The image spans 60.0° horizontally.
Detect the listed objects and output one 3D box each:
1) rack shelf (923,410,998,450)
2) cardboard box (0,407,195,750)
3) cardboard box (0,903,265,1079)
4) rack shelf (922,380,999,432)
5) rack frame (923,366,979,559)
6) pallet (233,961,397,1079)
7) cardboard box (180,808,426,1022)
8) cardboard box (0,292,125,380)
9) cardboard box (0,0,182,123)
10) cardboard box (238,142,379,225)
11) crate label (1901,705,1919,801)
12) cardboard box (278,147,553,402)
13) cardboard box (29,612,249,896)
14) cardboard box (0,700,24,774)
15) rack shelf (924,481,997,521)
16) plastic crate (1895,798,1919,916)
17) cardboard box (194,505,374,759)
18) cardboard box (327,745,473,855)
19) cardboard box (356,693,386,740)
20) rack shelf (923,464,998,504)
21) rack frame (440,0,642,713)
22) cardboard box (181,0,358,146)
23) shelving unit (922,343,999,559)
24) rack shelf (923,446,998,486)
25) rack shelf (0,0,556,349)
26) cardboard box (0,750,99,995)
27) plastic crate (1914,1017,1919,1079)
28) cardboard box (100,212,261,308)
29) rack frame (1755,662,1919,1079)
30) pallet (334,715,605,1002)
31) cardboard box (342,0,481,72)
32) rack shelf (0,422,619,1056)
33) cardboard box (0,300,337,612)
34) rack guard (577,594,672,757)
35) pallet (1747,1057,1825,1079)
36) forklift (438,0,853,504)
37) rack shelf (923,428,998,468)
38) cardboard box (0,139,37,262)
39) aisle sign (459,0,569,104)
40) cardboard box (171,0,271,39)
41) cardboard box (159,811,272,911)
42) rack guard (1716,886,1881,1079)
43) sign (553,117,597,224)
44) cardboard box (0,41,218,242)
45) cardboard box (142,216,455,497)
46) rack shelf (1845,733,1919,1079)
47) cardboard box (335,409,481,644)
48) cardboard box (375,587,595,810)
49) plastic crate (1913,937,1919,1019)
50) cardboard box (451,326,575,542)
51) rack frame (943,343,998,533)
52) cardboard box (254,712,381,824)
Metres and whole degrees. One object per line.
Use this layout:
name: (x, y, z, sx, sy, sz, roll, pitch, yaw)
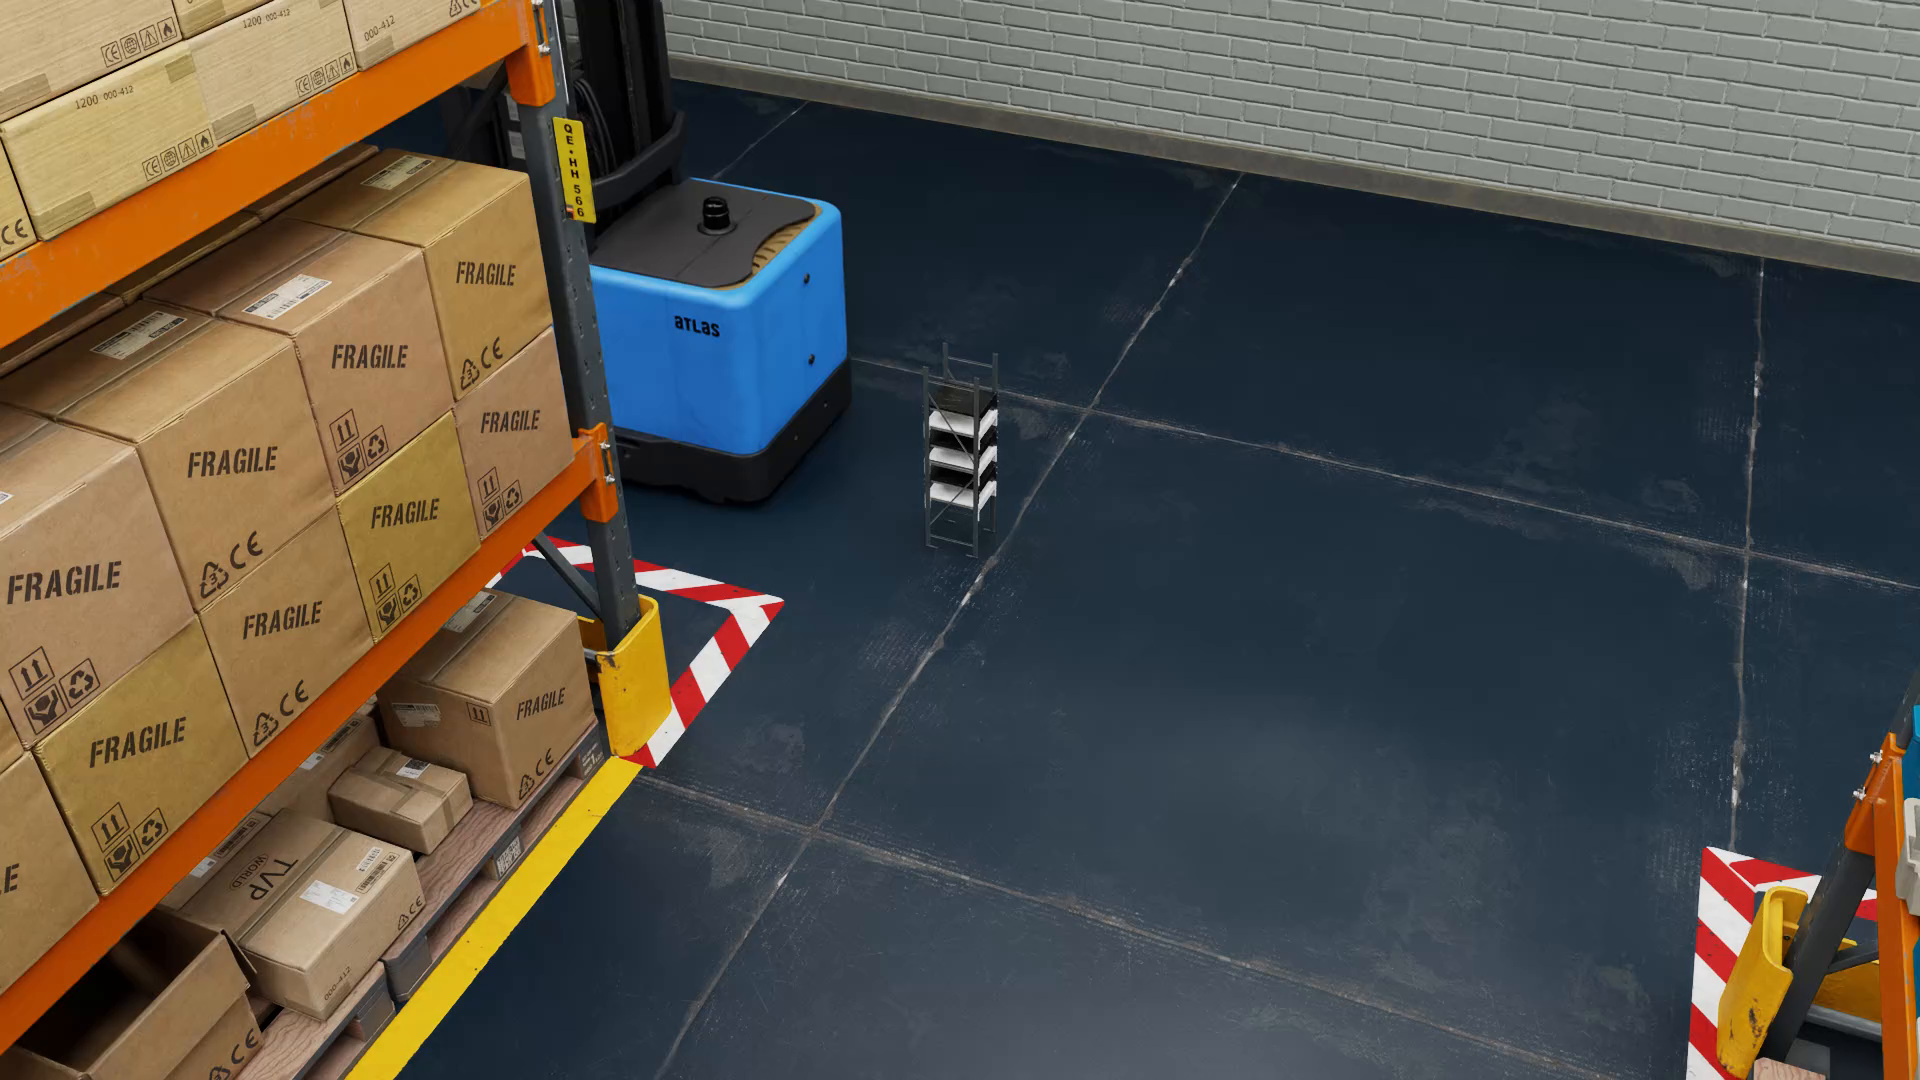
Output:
rack shelf: (0.003, -0.482, 6.899, 0.258, 0.077, 0.200, 14, 39, 18)
cardboard box: (-2.157, 0.066, 3.738, 0.500, 0.500, 0.500, 15, 39, 19)
cardboard box: (-2.474, 1.342, 4.667, 0.797, 0.503, 0.637, 14, 39, 18)
rack shelf: (0.003, -0.555, 6.845, 0.258, 0.077, 0.200, 14, 39, 18)
rack frame: (-0.036, -0.309, 6.911, 0.240, 0.900, 0.006, 14, 39, 18)
pallet: (-2.459, 1.619, 4.908, 1.003, 0.211, 1.213, 14, 39, 18)
cardboard box: (-2.030, 1.146, 5.140, 0.500, 0.250, 0.500, 14, 39, 18)
cardboard box: (-2.462, -0.343, 4.285, 0.500, 0.500, 0.500, 14, 39, 18)
cardboard box: (-2.006, -1.101, 3.420, 0.500, 0.250, 0.500, 14, 39, 18)
cardboard box: (-2.075, -0.910, 5.043, 0.500, 0.500, 0.500, 15, 39, 19)
crate label: (2.519, 0.580, 4.058, 0.416, 0.233, 0.303, 14, 39, 18)
cardboard box: (-1.577, -0.787, 4.878, 0.500, 0.500, 0.500, 14, 39, 17)
cardboard box: (-2.162, 0.457, 4.050, 0.500, 0.500, 0.500, 13, 39, 17)
cardboard box: (-2.353, 0.352, 3.355, 0.500, 0.500, 0.500, 13, 39, 16)
rack shelf: (0.003, -0.194, 7.114, 0.258, 0.077, 0.200, 14, 39, 18)
plastic crate: (2.320, 0.777, 3.875, 0.250, 0.136, 0.298, 14, 39, 18)
cardboard box: (-1.970, 0.178, 4.423, 0.500, 0.500, 0.500, 14, 39, 18)
cardboard box: (-1.879, 0.864, 5.587, 0.380, 0.166, 0.250, 14, 39, 18)
cardboard box: (-2.234, 0.596, 5.947, 0.380, 0.166, 0.250, 14, 39, 18)
rack shelf: (0.003, -0.266, 7.060, 0.258, 0.077, 0.200, 14, 39, 18)
rack frame: (-1.662, -0.655, 5.621, 1.000, 3.000, 0.127, 14, 39, 18)
cardboard box: (-1.814, -1.178, 3.940, 0.500, 0.250, 0.500, 14, 39, 18)
shelving unit: (0.003, -0.365, 6.987, 0.258, 0.900, 0.210, 14, 39, 18)
rack shelf: (0.003, -0.338, 7.007, 0.258, 0.077, 0.200, 14, 39, 18)
rack shelf: (-2.423, -0.461, 3.457, 1.077, 0.370, 4.000, 14, 39, 18)
cardboard box: (-2.354, 0.739, 3.673, 0.500, 0.500, 0.500, 14, 39, 18)
plastic crate: (2.062, 1.153, 3.372, 0.250, 0.136, 0.298, 14, 39, 18)
cardboard box: (-2.267, -0.619, 4.654, 0.500, 0.500, 0.500, 14, 39, 18)
rack frame: (2.917, 0.475, 4.109, 1.000, 3.000, 0.127, 14, 39, 18)
pallet: (-1.993, 0.946, 5.809, 1.003, 0.211, 1.213, 14, 39, 18)
cardboard box: (-1.614, -1.452, 4.307, 0.500, 0.250, 0.500, 14, 39, 18)
rack shelf: (-2.423, 0.740, 4.355, 1.077, 0.370, 4.000, 14, 39, 18)
cardboard box: (-1.962, -0.219, 4.118, 0.500, 0.500, 0.500, 15, 39, 19)
rack guard: (-1.691, 0.388, 6.313, 1.175, 0.500, 0.348, 14, 39, 18)
pallet: (2.568, 2.040, 4.344, 1.003, 0.211, 1.213, 14, 39, 18)
forklift: (-2.089, -1.896, 7.339, 3.031, 2.935, 1.130, 14, 39, 17)
rack shelf: (0.003, -0.410, 6.953, 0.258, 0.077, 0.200, 14, 39, 18)
cardboard box: (-2.198, -0.625, 3.200, 0.500, 0.250, 0.500, 14, 39, 18)
aisle sign: (-1.353, -1.664, 4.800, 0.394, 0.787, 0.004, 14, 39, 18)
cardboard box: (-1.812, -1.377, 3.789, 0.500, 0.250, 0.500, 14, 39, 18)
cardboard box: (-2.512, 1.060, 5.255, 0.500, 0.250, 0.500, 14, 39, 18)
rack guard: (2.914, 1.460, 4.879, 1.175, 0.500, 0.348, 14, 39, 18)
sign: (-1.156, -1.108, 4.996, 0.100, 0.325, 0.005, 14, 39, 18)
cardboard box: (-1.992, -0.898, 3.566, 0.500, 0.250, 0.500, 14, 39, 18)
cardboard box: (-1.769, -0.507, 4.504, 0.500, 0.500, 0.500, 15, 39, 19)
rack shelf: (2.156, 1.871, 2.842, 1.077, 0.370, 4.000, 14, 39, 18)
cardboard box: (-1.775, -0.097, 4.791, 0.500, 0.500, 0.500, 14, 39, 18)
cardboard box: (-1.641, 0.527, 5.760, 0.500, 0.500, 0.500, 14, 39, 18)
plastic crate: (2.268, 0.945, 3.571, 0.416, 0.233, 0.300, 14, 39, 18)
cardboard box: (-1.581, -0.385, 5.176, 0.500, 0.500, 0.500, 15, 39, 19)
rack frame: (0.042, -0.421, 7.062, 0.240, 0.900, 0.006, 14, 39, 18)
cardboard box: (-2.322, 0.783, 5.626, 0.500, 0.250, 0.500, 14, 39, 18)
